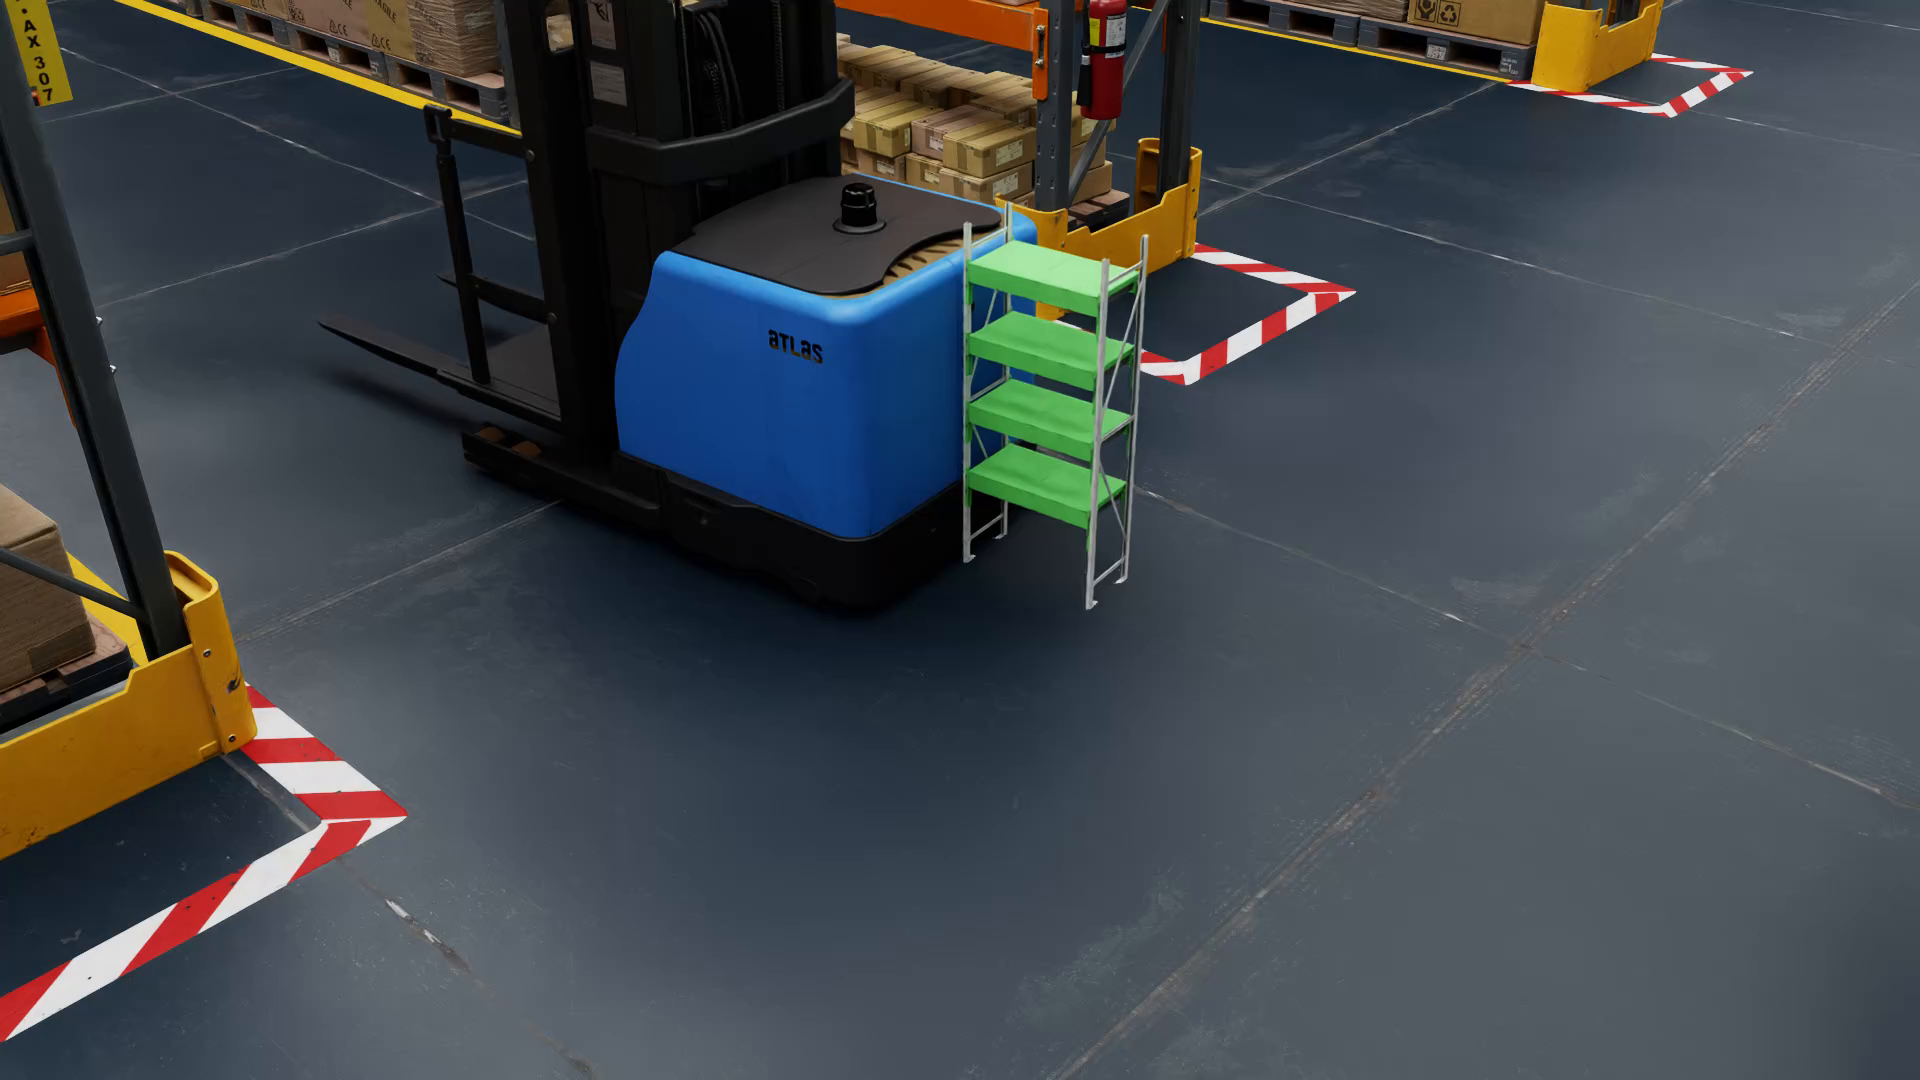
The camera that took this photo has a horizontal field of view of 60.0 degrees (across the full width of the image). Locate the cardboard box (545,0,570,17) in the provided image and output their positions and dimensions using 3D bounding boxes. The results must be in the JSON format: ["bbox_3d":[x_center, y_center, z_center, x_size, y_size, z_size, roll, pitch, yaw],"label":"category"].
[{"bbox_3d":[-2.635,-3.344,10.413,0.500,0.500,0.500,27,40,37],"label":"cardboard box"}]

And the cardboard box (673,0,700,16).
[{"bbox_3d":[-1.610,-2.995,9.596,0.250,0.149,0.380,26,39,36],"label":"cardboard box"}]

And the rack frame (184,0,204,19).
[{"bbox_3d":[-5.231,-5.263,11.583,0.127,3.000,1.000,25,39,35],"label":"rack frame"}]

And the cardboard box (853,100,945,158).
[{"bbox_3d":[-0.287,-1.944,7.850,0.250,0.149,0.380,24,39,34],"label":"cardboard box"}]

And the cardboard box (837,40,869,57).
[{"bbox_3d":[-0.699,-2.517,8.803,0.250,0.149,0.380,25,39,35],"label":"cardboard box"}]

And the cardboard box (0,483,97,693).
[{"bbox_3d":[-3.102,0.162,4.650,0.875,0.438,0.875,24,38,34],"label":"cardboard box"}]

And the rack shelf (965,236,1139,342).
[{"bbox_3d":[0.285,-0.769,5.057,0.480,0.148,0.258,21,37,30],"label":"rack shelf"}]

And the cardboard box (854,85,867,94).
[{"bbox_3d":[-0.673,-2.129,8.158,0.250,0.149,0.380,27,40,37],"label":"cardboard box"}]

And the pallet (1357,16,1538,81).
[{"bbox_3d":[3.459,-3.408,11.206,1.213,0.211,1.003,25,39,35],"label":"pallet"}]

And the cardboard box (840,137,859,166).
[{"bbox_3d":[-0.399,-1.965,8.174,0.250,0.149,0.380,24,39,35],"label":"cardboard box"}]

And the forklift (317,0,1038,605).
[{"bbox_3d":[-1.219,-1.644,5.639,3.031,2.935,1.130,21,37,30],"label":"forklift"}]

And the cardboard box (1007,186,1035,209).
[{"bbox_3d":[0.171,-1.555,7.781,0.250,0.149,0.380,26,40,36],"label":"cardboard box"}]

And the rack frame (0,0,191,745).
[{"bbox_3d":[-2.546,-0.566,3.782,0.127,3.000,1.000,25,39,35],"label":"rack frame"}]

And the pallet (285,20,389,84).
[{"bbox_3d":[-3.752,-3.375,11.151,1.213,0.211,1.003,25,39,35],"label":"pallet"}]

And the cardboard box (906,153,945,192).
[{"bbox_3d":[-0.040,-1.764,7.841,0.250,0.149,0.380,24,38,34],"label":"cardboard box"}]

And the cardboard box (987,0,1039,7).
[{"bbox_3d":[0.270,-2.391,7.057,0.250,0.149,0.380,25,39,35],"label":"cardboard box"}]

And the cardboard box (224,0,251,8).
[{"bbox_3d":[-4.877,-4.029,11.551,0.500,0.500,0.500,23,38,33],"label":"cardboard box"}]

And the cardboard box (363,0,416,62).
[{"bbox_3d":[-3.363,-3.325,10.381,0.500,0.500,0.500,24,38,34],"label":"cardboard box"}]

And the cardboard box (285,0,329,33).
[{"bbox_3d":[-4.118,-3.681,10.972,0.500,0.500,0.500,24,38,34],"label":"cardboard box"}]

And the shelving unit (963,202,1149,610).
[{"bbox_3d":[0.285,-0.413,5.272,0.503,1.200,0.258,21,37,30],"label":"shelving unit"}]

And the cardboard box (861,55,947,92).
[{"bbox_3d":[-0.284,-2.358,8.539,0.250,0.149,0.380,27,40,37],"label":"cardboard box"}]

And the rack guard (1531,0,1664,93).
[{"bbox_3d":[4.122,-3.276,10.708,0.348,0.500,1.175,25,39,35],"label":"rack guard"}]

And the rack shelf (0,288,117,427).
[{"bbox_3d":[-4.029,-0.950,5.117,4.000,0.370,1.077,25,39,35],"label":"rack shelf"}]

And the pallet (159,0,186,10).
[{"bbox_3d":[-5.764,-4.370,12.804,1.213,0.211,1.003,25,39,35],"label":"pallet"}]

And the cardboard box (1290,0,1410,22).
[{"bbox_3d":[2.901,-4.131,11.357,0.875,0.875,0.875,25,39,35],"label":"cardboard box"}]

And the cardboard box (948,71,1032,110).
[{"bbox_3d":[0.154,-2.204,8.283,0.250,0.149,0.380,25,39,35],"label":"cardboard box"}]

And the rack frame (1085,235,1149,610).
[{"bbox_3d":[0.482,-0.339,5.149,0.015,1.200,0.240,21,37,30],"label":"rack frame"}]

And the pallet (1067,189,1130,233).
[{"bbox_3d":[0.066,-1.620,8.237,1.213,0.211,1.003,25,39,35],"label":"pallet"}]

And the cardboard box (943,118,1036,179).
[{"bbox_3d":[0.138,-1.794,7.601,0.250,0.149,0.380,26,39,36],"label":"cardboard box"}]

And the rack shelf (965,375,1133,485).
[{"bbox_3d":[0.285,-0.358,5.305,0.480,0.148,0.258,21,37,30],"label":"rack shelf"}]

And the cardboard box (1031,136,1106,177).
[{"bbox_3d":[0.485,-1.859,7.999,0.250,0.149,0.380,27,40,37],"label":"cardboard box"}]

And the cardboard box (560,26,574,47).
[{"bbox_3d":[-1.984,-2.775,9.232,0.380,0.149,0.250,-27,40,-37],"label":"cardboard box"}]

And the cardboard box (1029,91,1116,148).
[{"bbox_3d":[0.540,-2.018,7.975,0.250,0.149,0.380,23,38,33],"label":"cardboard box"}]

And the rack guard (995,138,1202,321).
[{"bbox_3d":[0.645,-1.449,7.673,0.348,0.500,1.175,25,39,35],"label":"rack guard"}]

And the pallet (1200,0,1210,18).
[{"bbox_3d":[1.650,-4.252,12.609,1.213,0.211,1.003,25,39,35],"label":"pallet"}]
